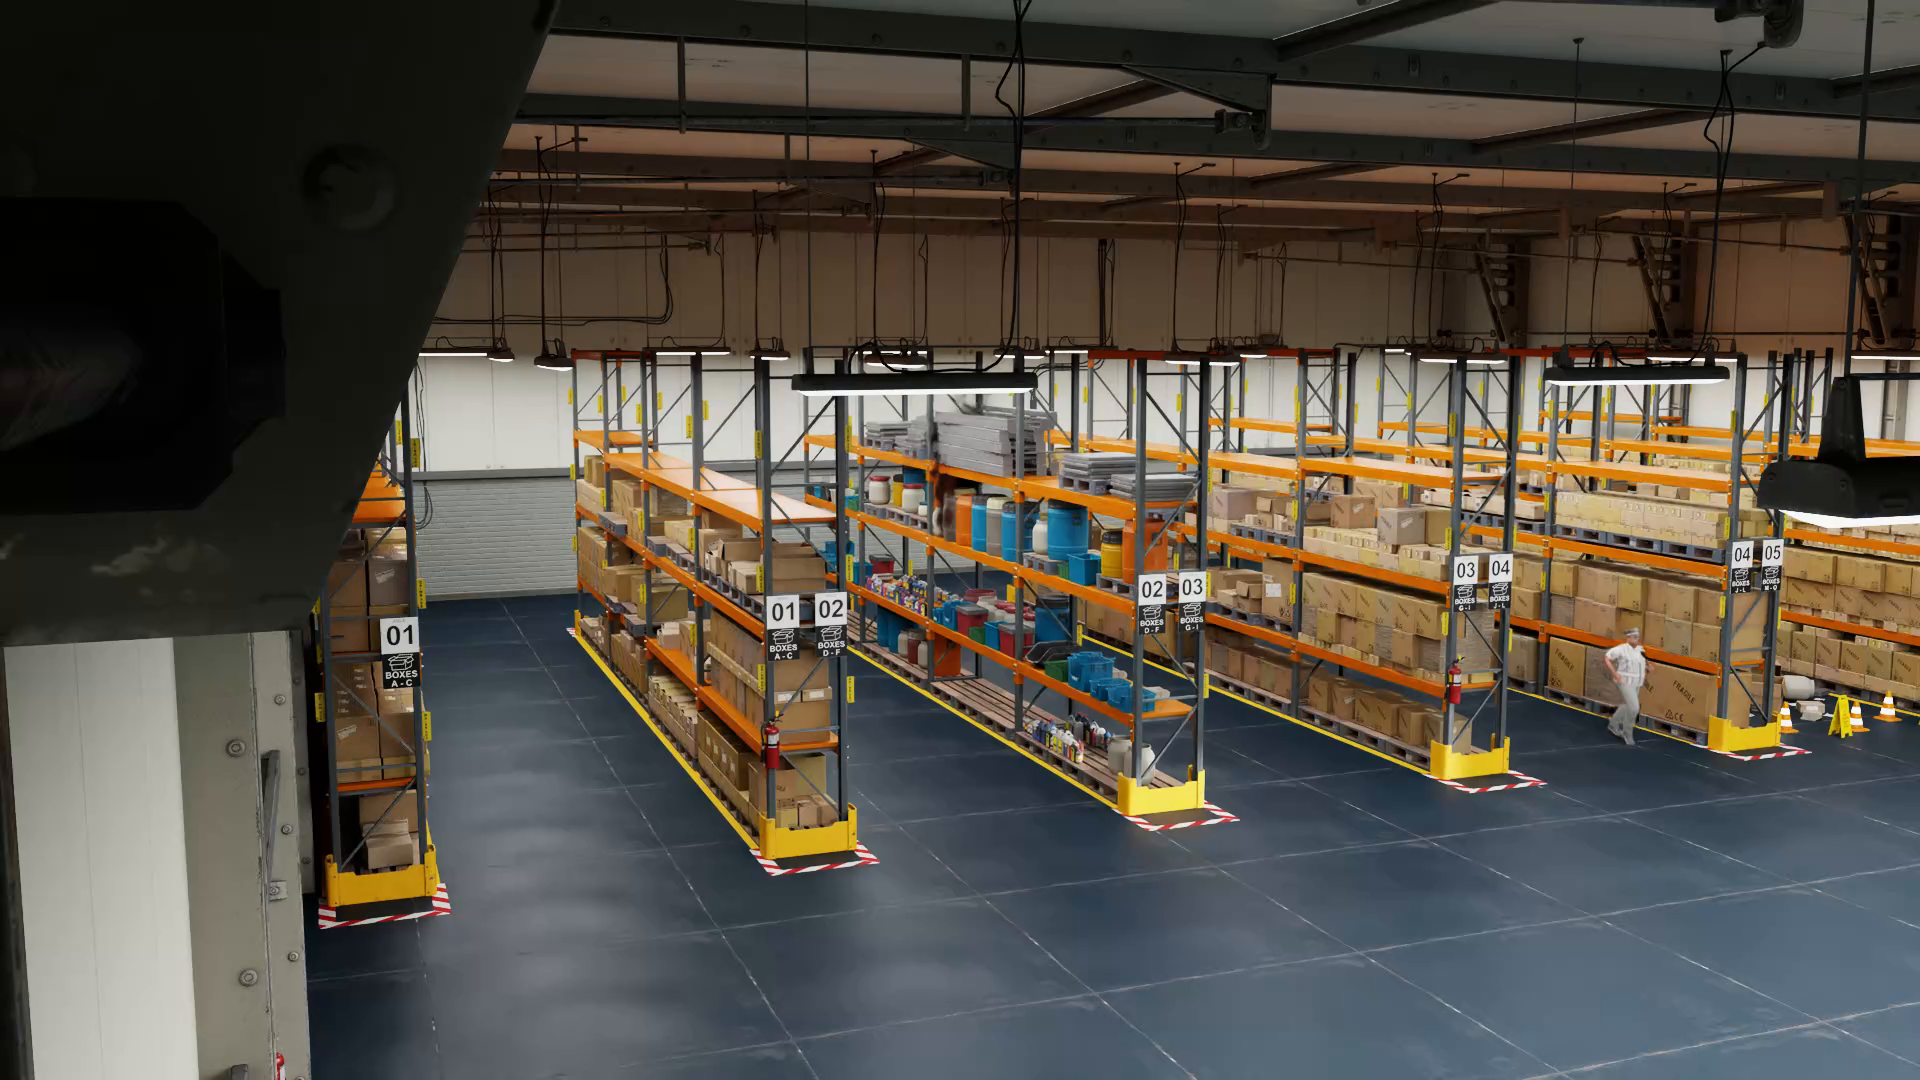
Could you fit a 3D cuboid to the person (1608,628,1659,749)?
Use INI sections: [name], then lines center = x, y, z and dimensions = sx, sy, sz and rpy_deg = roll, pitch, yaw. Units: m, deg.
[person]
center = 10.427, 2.260, 25.770
dimensions = 0.647, 1.840, 0.851
rpy_deg = -4, 8, -28
